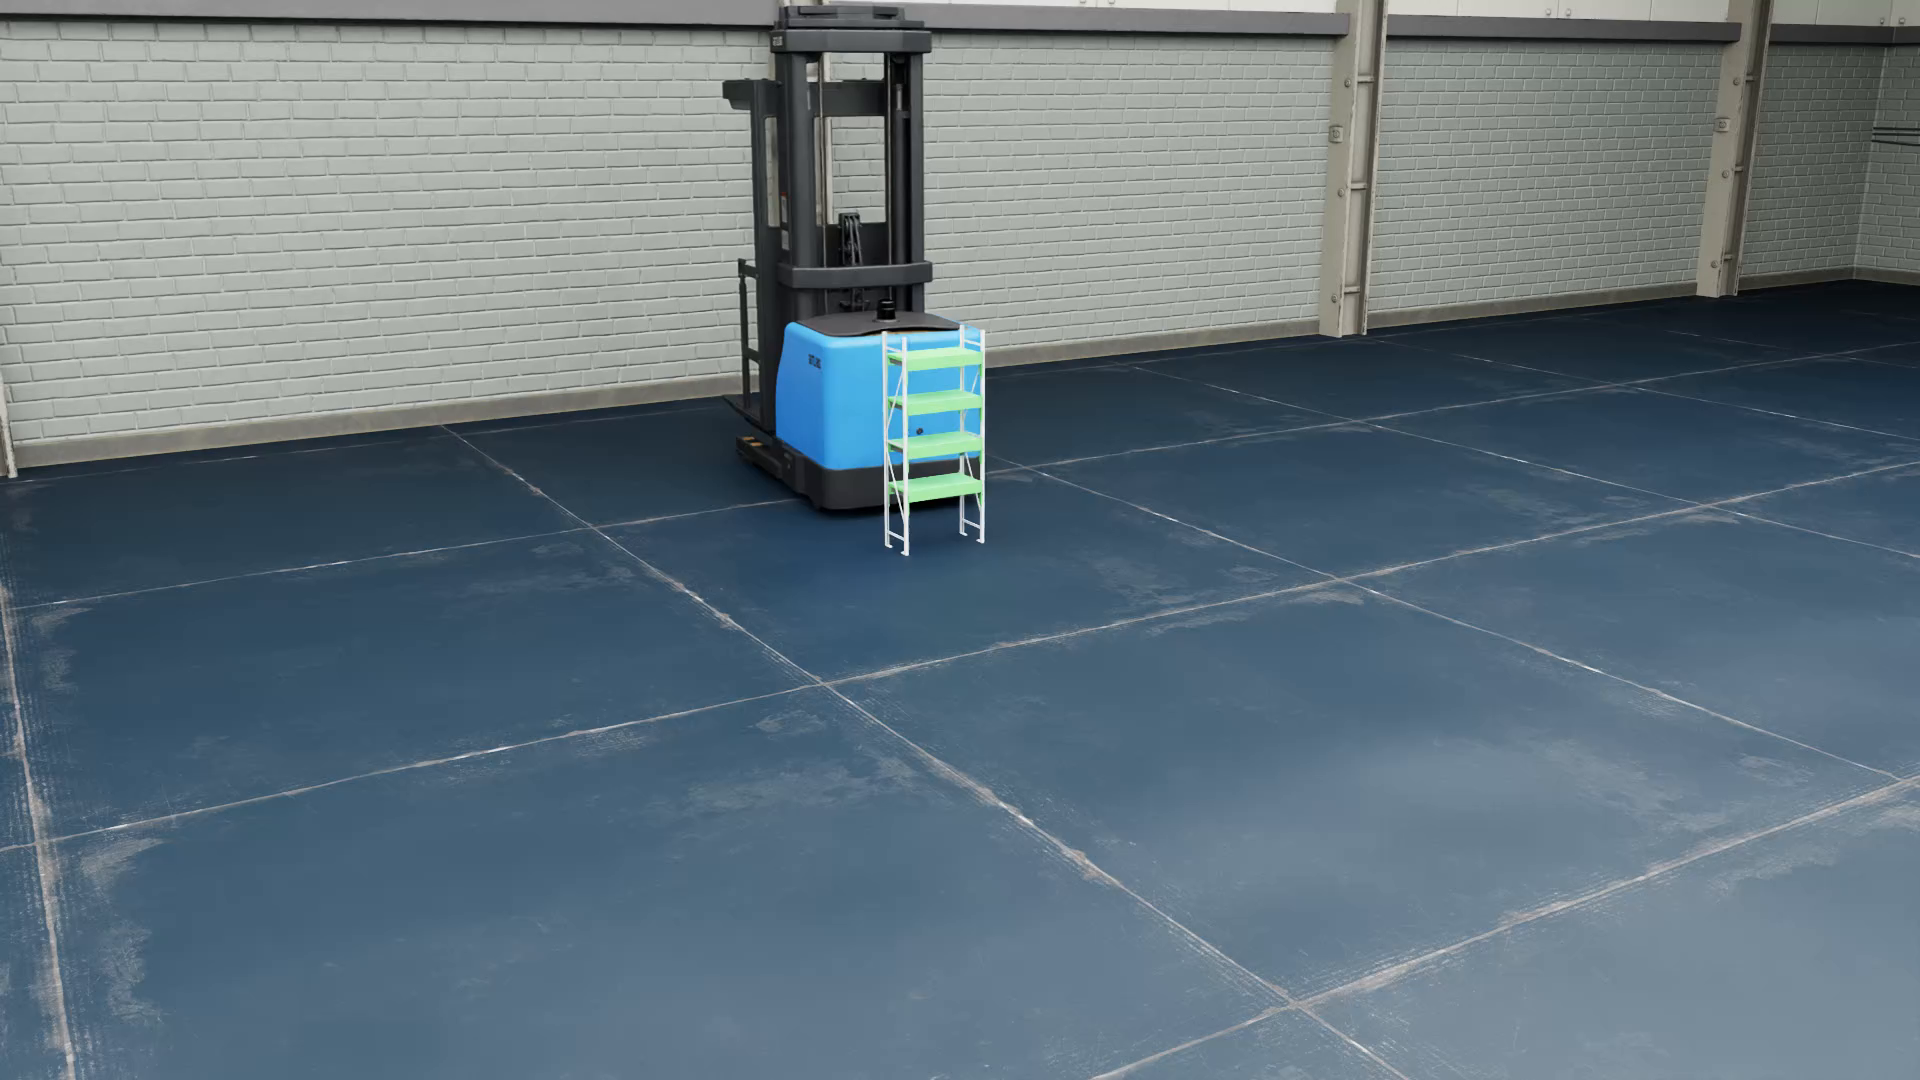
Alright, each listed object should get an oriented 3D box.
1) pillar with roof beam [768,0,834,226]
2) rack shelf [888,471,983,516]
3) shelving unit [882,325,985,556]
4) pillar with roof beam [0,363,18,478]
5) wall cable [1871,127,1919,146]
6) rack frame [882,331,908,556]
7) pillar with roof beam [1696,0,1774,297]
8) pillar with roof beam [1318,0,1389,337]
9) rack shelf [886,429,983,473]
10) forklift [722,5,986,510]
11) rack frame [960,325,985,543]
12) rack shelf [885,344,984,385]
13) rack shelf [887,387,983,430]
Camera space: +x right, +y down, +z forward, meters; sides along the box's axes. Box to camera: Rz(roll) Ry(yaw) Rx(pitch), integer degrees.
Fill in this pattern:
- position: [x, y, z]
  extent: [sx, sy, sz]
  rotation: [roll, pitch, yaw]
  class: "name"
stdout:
- position: [0.945, -4.593, 9.122]
  extent: [0.400, 9.000, 9.100]
  rotation: [-9, 18, -30]
  class: "pillar with roof beam"
- position: [-0.142, -0.262, 9.248]
  extent: [0.480, 0.148, 0.258]
  rotation: [-9, 18, -30]
  class: "rack shelf"
- position: [-0.142, -0.555, 9.166]
  extent: [0.503, 1.200, 0.258]
  rotation: [-9, 18, -30]
  class: "shelving unit"
- position: [-4.198, -3.759, 6.146]
  extent: [0.400, 9.000, 9.100]
  rotation: [-9, 18, -30]
  class: "pillar with roof beam"
- position: [12.221, -5.865, 19.414]
  extent: [0.112, 2.526, 3.097]
  rotation: [-9, 18, -30]
  class: "wall cable"
- position: [-0.351, -0.521, 9.045]
  extent: [0.015, 1.200, 0.240]
  rotation: [-9, 18, -30]
  class: "rack frame"
- position: [11.231, -6.261, 15.072]
  extent: [0.400, 9.000, 9.100]
  rotation: [-9, 18, -30]
  class: "pillar with roof beam"
- position: [6.088, -5.427, 12.097]
  extent: [0.400, 9.000, 9.100]
  rotation: [-9, 18, -30]
  class: "pillar with roof beam"
- position: [-0.142, -0.493, 9.183]
  extent: [0.480, 0.148, 0.258]
  rotation: [-9, 18, -30]
  class: "rack shelf"
- position: [-0.881, -1.942, 10.909]
  extent: [1.130, 2.935, 3.031]
  rotation: [-7, 17, -22]
  class: "forklift"
- position: [0.067, -0.589, 9.287]
  extent: [0.015, 1.200, 0.240]
  rotation: [-9, 18, -30]
  class: "rack frame"
- position: [-0.142, -0.955, 9.053]
  extent: [0.480, 0.148, 0.258]
  rotation: [-9, 18, -30]
  class: "rack shelf"
- position: [-0.142, -0.724, 9.118]
  extent: [0.480, 0.148, 0.258]
  rotation: [-9, 18, -30]
  class: "rack shelf"
